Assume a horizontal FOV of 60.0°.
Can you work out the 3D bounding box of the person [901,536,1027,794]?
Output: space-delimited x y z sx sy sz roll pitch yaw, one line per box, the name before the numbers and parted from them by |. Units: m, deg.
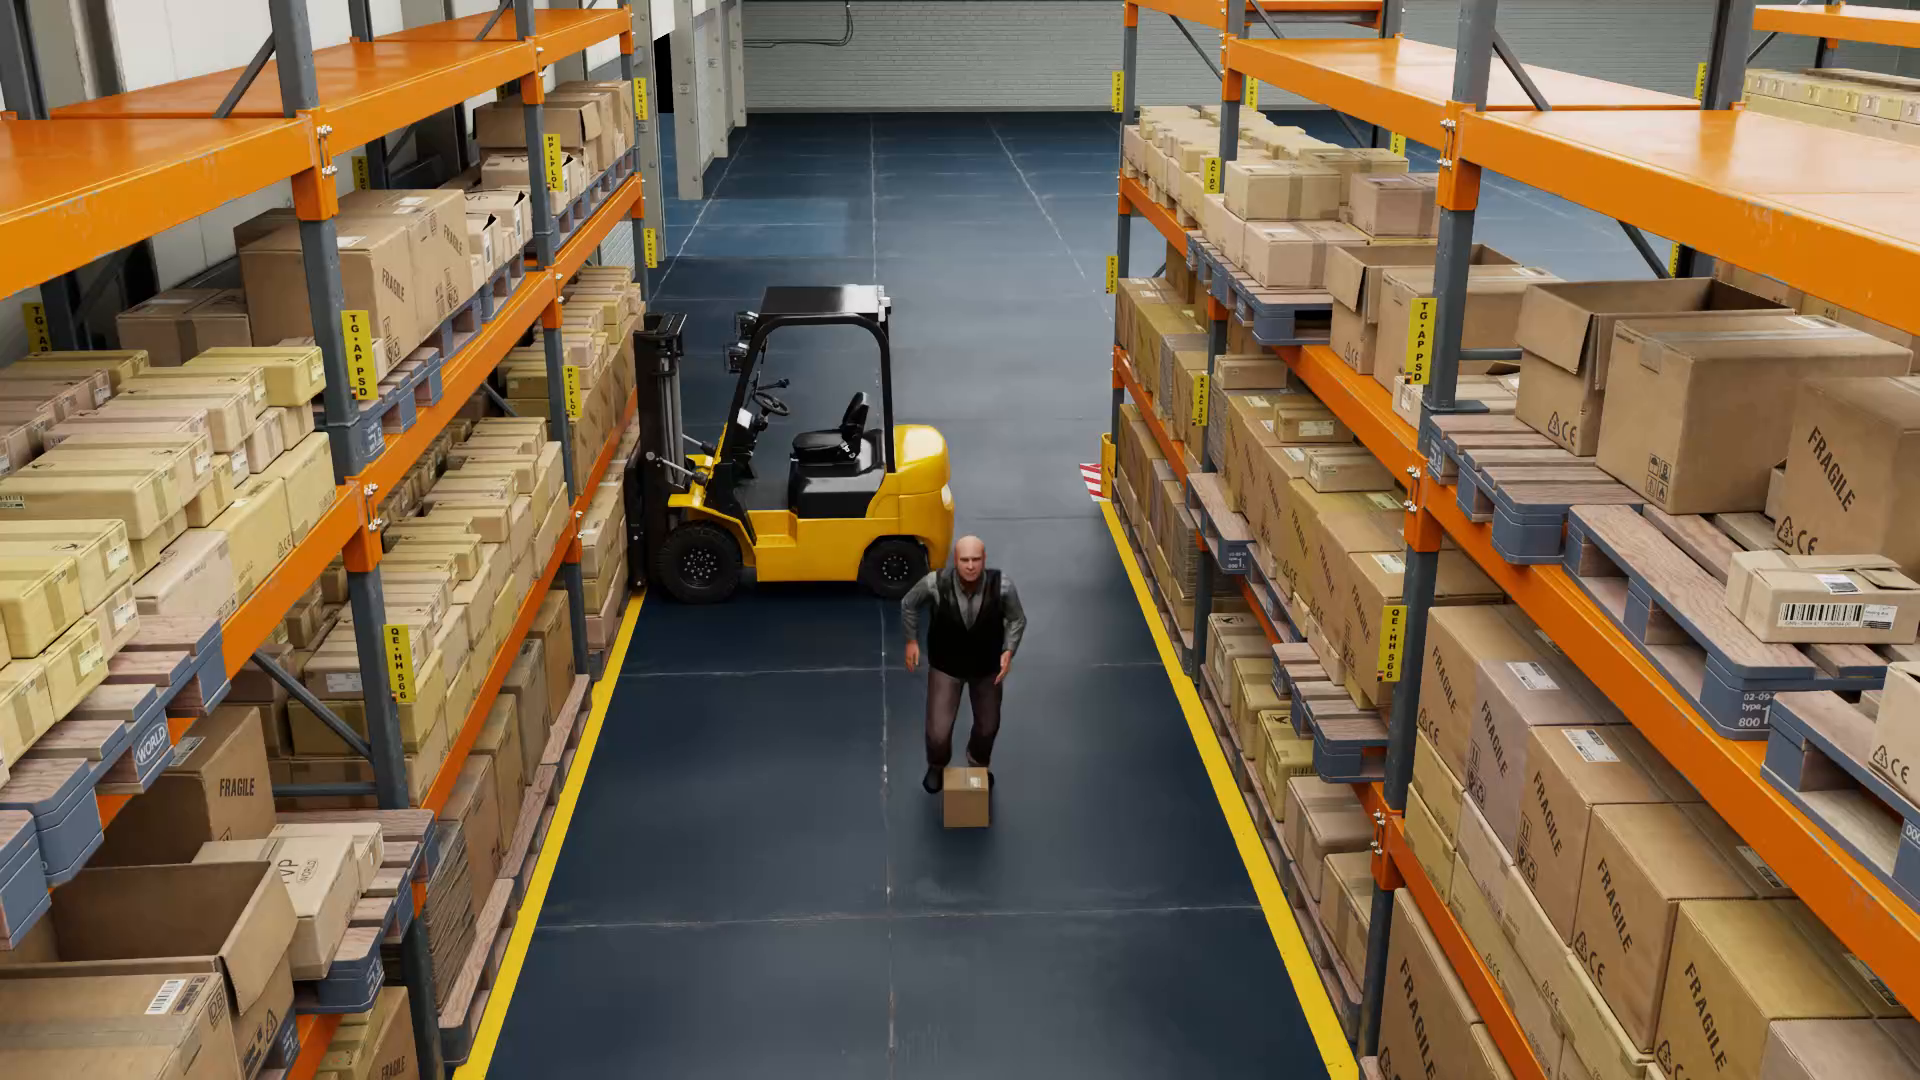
person | 0.024 0.710 9.293 0.682 1.645 0.738 -3 20 -8
